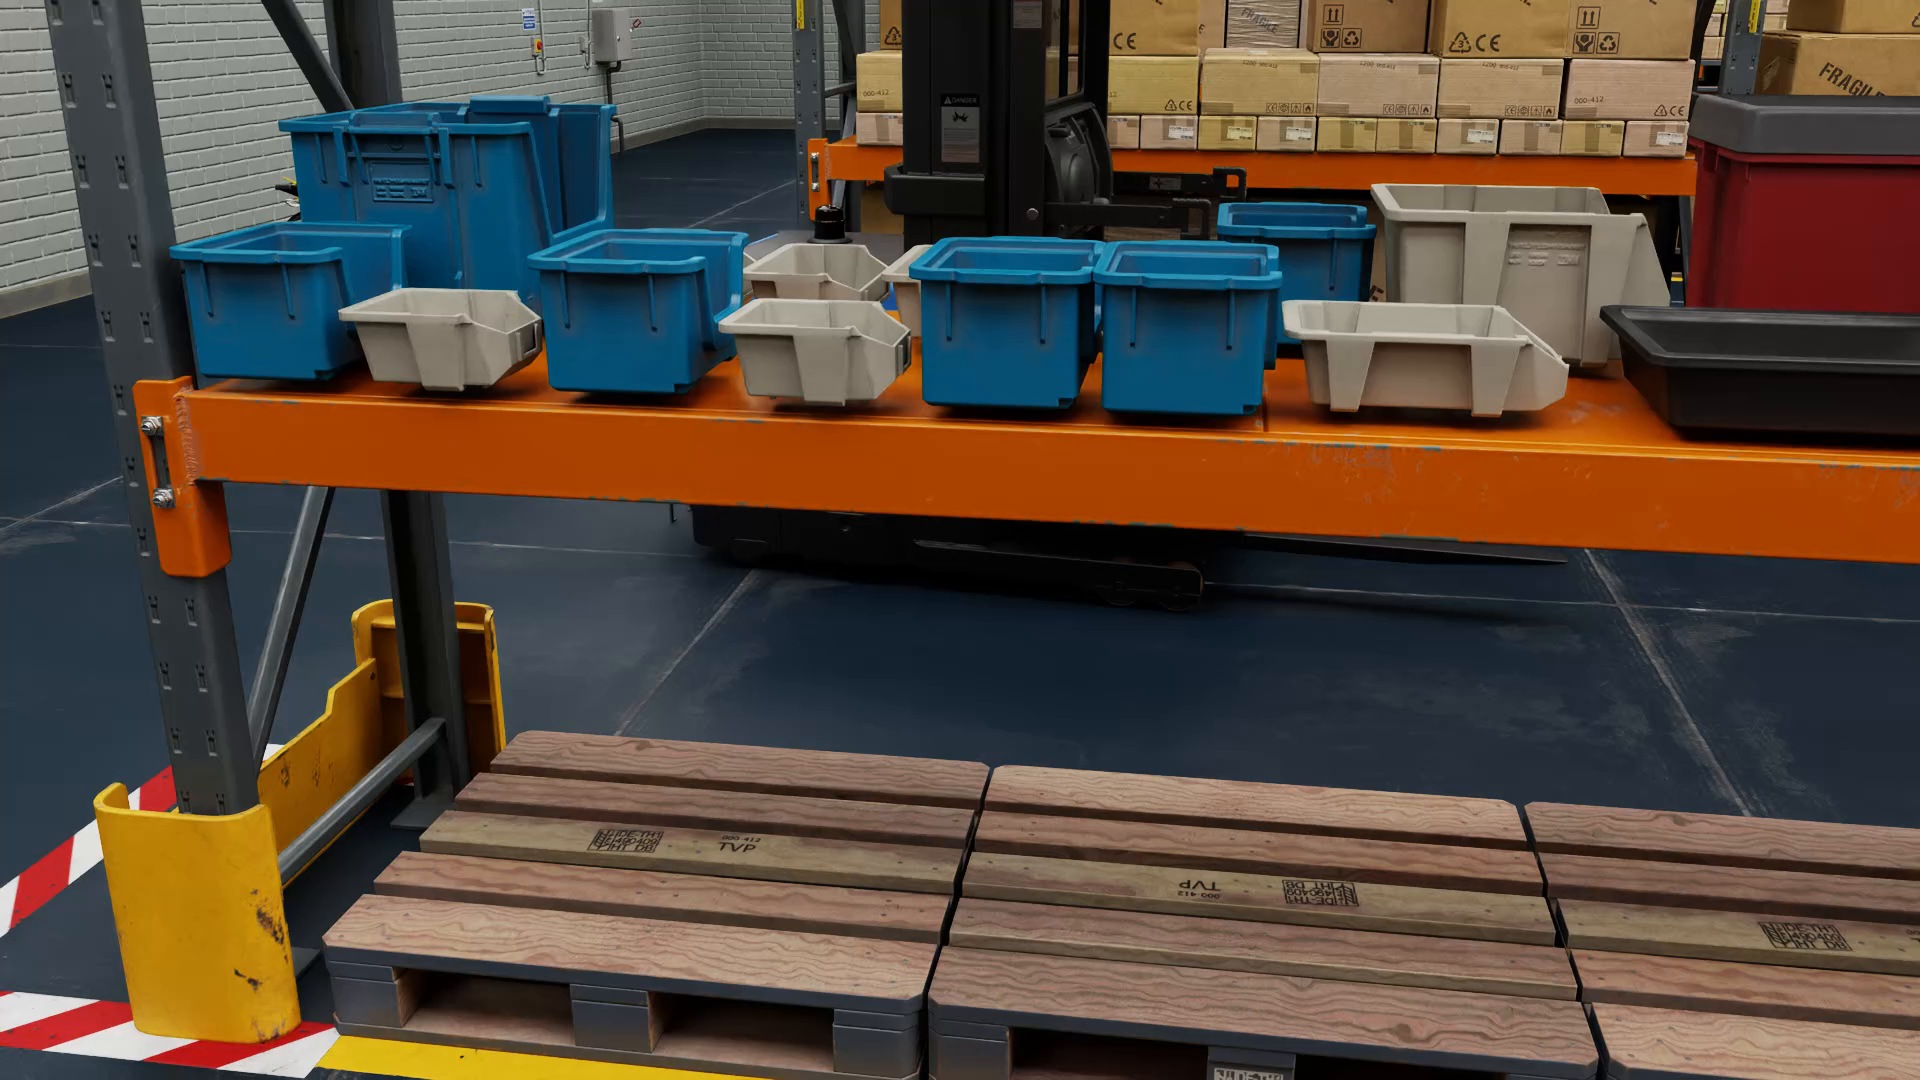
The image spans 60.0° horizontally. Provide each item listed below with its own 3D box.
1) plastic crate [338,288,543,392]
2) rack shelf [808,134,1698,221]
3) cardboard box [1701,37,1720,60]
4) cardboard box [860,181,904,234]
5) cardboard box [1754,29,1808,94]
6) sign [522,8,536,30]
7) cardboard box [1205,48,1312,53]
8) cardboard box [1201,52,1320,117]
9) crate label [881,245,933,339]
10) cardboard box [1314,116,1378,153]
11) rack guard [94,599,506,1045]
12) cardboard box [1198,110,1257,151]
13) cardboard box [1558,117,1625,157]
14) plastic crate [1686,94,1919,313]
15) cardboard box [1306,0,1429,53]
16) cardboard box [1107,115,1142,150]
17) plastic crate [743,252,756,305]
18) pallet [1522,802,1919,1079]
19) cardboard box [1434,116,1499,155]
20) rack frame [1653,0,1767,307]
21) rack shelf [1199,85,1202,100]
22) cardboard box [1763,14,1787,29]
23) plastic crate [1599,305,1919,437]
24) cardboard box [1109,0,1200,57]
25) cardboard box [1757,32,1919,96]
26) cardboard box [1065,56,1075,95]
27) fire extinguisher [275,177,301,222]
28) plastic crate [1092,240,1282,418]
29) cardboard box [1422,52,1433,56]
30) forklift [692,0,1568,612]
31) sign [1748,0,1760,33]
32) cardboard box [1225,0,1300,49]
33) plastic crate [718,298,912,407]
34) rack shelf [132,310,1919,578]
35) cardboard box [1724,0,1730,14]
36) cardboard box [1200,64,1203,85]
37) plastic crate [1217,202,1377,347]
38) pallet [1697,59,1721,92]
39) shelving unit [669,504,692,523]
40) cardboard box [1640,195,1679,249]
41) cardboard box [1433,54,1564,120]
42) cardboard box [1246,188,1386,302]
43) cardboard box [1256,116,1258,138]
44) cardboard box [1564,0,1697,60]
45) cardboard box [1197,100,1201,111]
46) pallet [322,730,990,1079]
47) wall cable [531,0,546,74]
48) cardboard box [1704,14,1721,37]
[{"bbox_3d":[-0.907,-0.357,2.962,0.298,0.136,0.250,3,19,9],"label":"plastic crate"},{"bbox_3d":[1.358,-1.721,7.852,4.000,0.370,1.077,3,19,9],"label":"rack shelf"},{"bbox_3d":[5.056,-3.400,11.472,0.250,0.149,0.380,3,19,9],"label":"cardboard box"},{"bbox_3d":[0.028,-1.347,8.288,0.875,0.875,0.875,3,19,9],"label":"cardboard box"},{"bbox_3d":[3.838,-2.071,7.607,0.500,0.500,0.500,3,19,9],"label":"cardboard box"},{"bbox_3d":[-4.684,-5.660,18.065,0.001,0.218,0.327,3,19,9],"label":"sign"},{"bbox_3d":[1.422,-2.215,7.963,0.500,0.250,0.500,3,19,9],"label":"cardboard box"},{"bbox_3d":[1.340,-2.049,7.466,0.500,0.250,0.500,3,19,8],"label":"cardboard box"},{"bbox_3d":[-0.006,-0.504,3.404,0.243,0.136,0.396,3,19,9],"label":"crate label"},{"bbox_3d":[1.711,-1.819,7.409,0.250,0.149,0.380,3,19,8],"label":"cardboard box"},{"bbox_3d":[-1.428,0.577,3.789,0.348,0.500,1.175,3,19,9],"label":"rack guard"},{"bbox_3d":[1.200,-1.845,7.486,0.250,0.149,0.380,2,19,7],"label":"cardboard box"},{"bbox_3d":[2.725,-1.768,7.255,0.250,0.149,0.380,3,19,10],"label":"cardboard box"},{"bbox_3d":[1.705,-0.592,3.149,0.583,0.464,0.402,3,19,9],"label":"plastic crate"},{"bbox_3d":[1.901,-2.543,7.761,0.500,0.500,0.500,2,19,7],"label":"cardboard box"},{"bbox_3d":[0.696,-1.871,7.563,0.250,0.149,0.380,3,19,8],"label":"cardboard box"},{"bbox_3d":[-0.569,-0.530,3.480,0.243,0.136,0.396,3,19,9],"label":"plastic crate"},{"bbox_3d":[1.815,0.888,3.316,1.213,0.211,1.003,3,19,9],"label":"pallet"},{"bbox_3d":[2.218,-1.794,7.332,0.250,0.149,0.380,3,19,10],"label":"cardboard box"},{"bbox_3d":[3.332,-1.961,7.437,0.127,3.000,1.000,3,19,9],"label":"rack frame"},{"bbox_3d":[2.244,-3.269,12.481,4.000,0.370,1.077,3,19,9],"label":"rack shelf"},{"bbox_3d":[5.569,-3.516,11.350,0.250,0.149,0.380,4,19,11],"label":"cardboard box"},{"bbox_3d":[1.399,-0.280,2.751,0.590,0.125,0.437,3,19,9],"label":"plastic crate"},{"bbox_3d":[0.820,-2.430,7.424,0.500,0.500,0.500,2,19,7],"label":"cardboard box"},{"bbox_3d":[3.747,-1.907,7.118,0.500,0.500,0.500,3,19,9],"label":"cardboard box"},{"bbox_3d":[0.328,-2.100,7.618,0.500,0.250,0.500,3,19,8],"label":"cardboard box"},{"bbox_3d":[-1.479,-0.547,3.921,0.183,0.674,0.296,3,19,9],"label":"fire extinguisher"},{"bbox_3d":[0.385,-0.363,2.830,0.300,0.233,0.416,3,19,9],"label":"plastic crate"},{"bbox_3d":[2.420,-2.163,7.809,0.500,0.250,0.500,3,19,8],"label":"cardboard box"},{"bbox_3d":[0.600,-1.337,5.680,3.031,2.935,1.130,5,19,15],"label":"forklift"},{"bbox_3d":[3.246,-2.235,6.767,0.005,0.325,0.100,3,19,9],"label":"sign"},{"bbox_3d":[2.187,-3.719,12.065,0.500,0.500,0.500,2,19,7],"label":"cardboard box"},{"bbox_3d":[-0.238,-0.322,2.860,0.298,0.136,0.250,3,19,9],"label":"plastic crate"},{"bbox_3d":[0.572,-0.169,3.215,4.000,0.370,1.077,3,19,9],"label":"rack shelf"},{"bbox_3d":[5.310,-3.669,11.338,0.250,0.149,0.380,3,19,8],"label":"cardboard box"},{"bbox_3d":[1.833,-3.430,12.224,0.250,0.149,0.380,3,19,8],"label":"cardboard box"},{"bbox_3d":[0.666,-0.537,3.349,0.300,0.233,0.416,3,19,9],"label":"plastic crate"},{"bbox_3d":[4.950,-3.335,11.845,1.213,0.211,1.003,3,19,9],"label":"pallet"},{"bbox_3d":[-0.985,-0.585,6.396,0.252,1.050,0.215,5,19,15],"label":"shelving unit"},{"bbox_3d":[4.906,-2.403,12.037,0.500,0.500,0.500,4,19,11],"label":"cardboard box"},{"bbox_3d":[2.344,-1.996,7.310,0.500,0.250,0.500,3,19,10],"label":"cardboard box"},{"bbox_3d":[1.805,-1.256,8.017,0.875,0.875,0.875,3,19,9],"label":"cardboard box"},{"bbox_3d":[1.554,-2.039,8.066,0.250,0.149,0.380,2,19,7],"label":"cardboard box"},{"bbox_3d":[2.836,-2.326,7.113,0.500,0.500,0.500,3,19,10],"label":"cardboard box"},{"bbox_3d":[1.052,-2.065,8.143,0.250,0.149,0.380,3,19,9],"label":"cardboard box"},{"bbox_3d":[-0.594,0.765,3.683,1.213,0.211,1.003,3,19,9],"label":"pallet"},{"bbox_3d":[-4.616,-6.040,17.978,0.123,1.953,0.585,3,19,9],"label":"wall cable"},{"bbox_3d":[5.046,-3.542,11.427,0.250,0.149,0.380,3,19,10],"label":"cardboard box"}]
